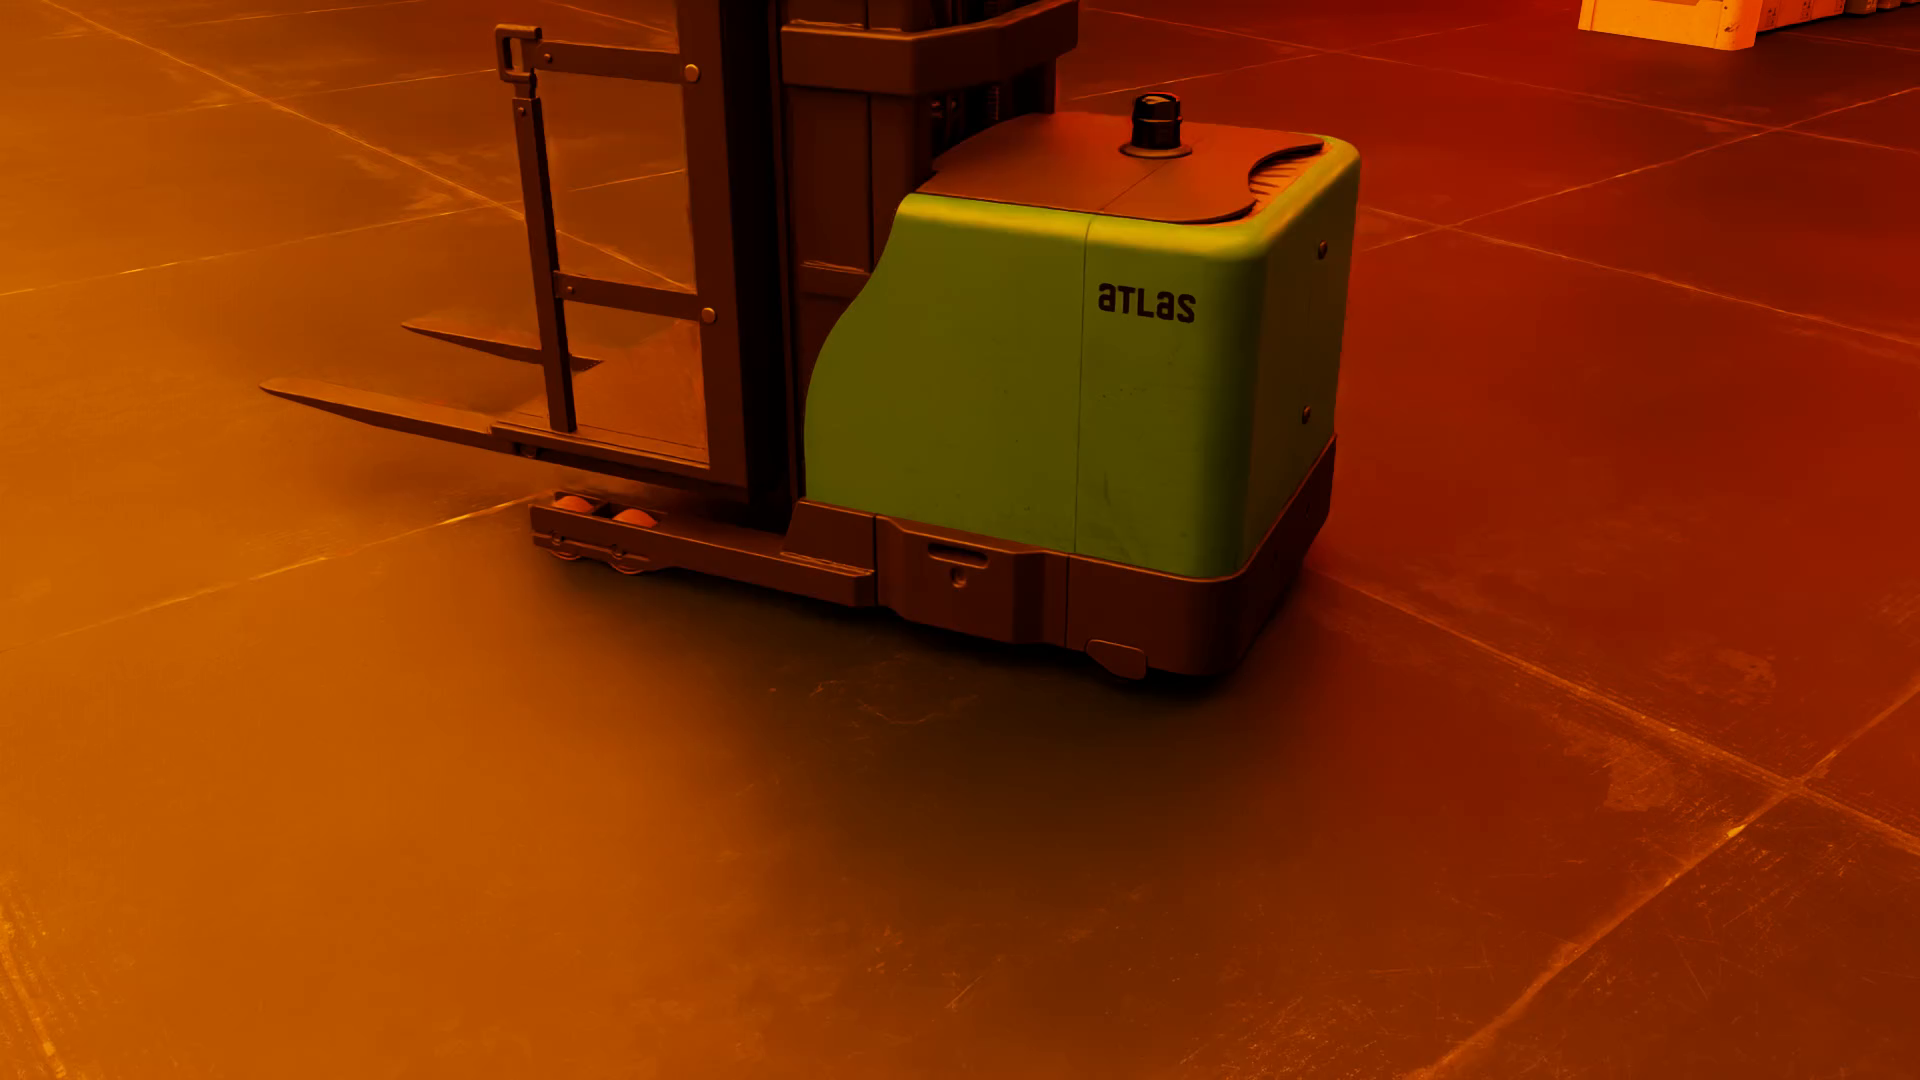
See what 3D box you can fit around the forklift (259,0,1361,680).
[{"bbox_3d":[-0.566,-1.422,4.070,3.031,2.935,1.130,12,29,22],"label":"forklift"}]
